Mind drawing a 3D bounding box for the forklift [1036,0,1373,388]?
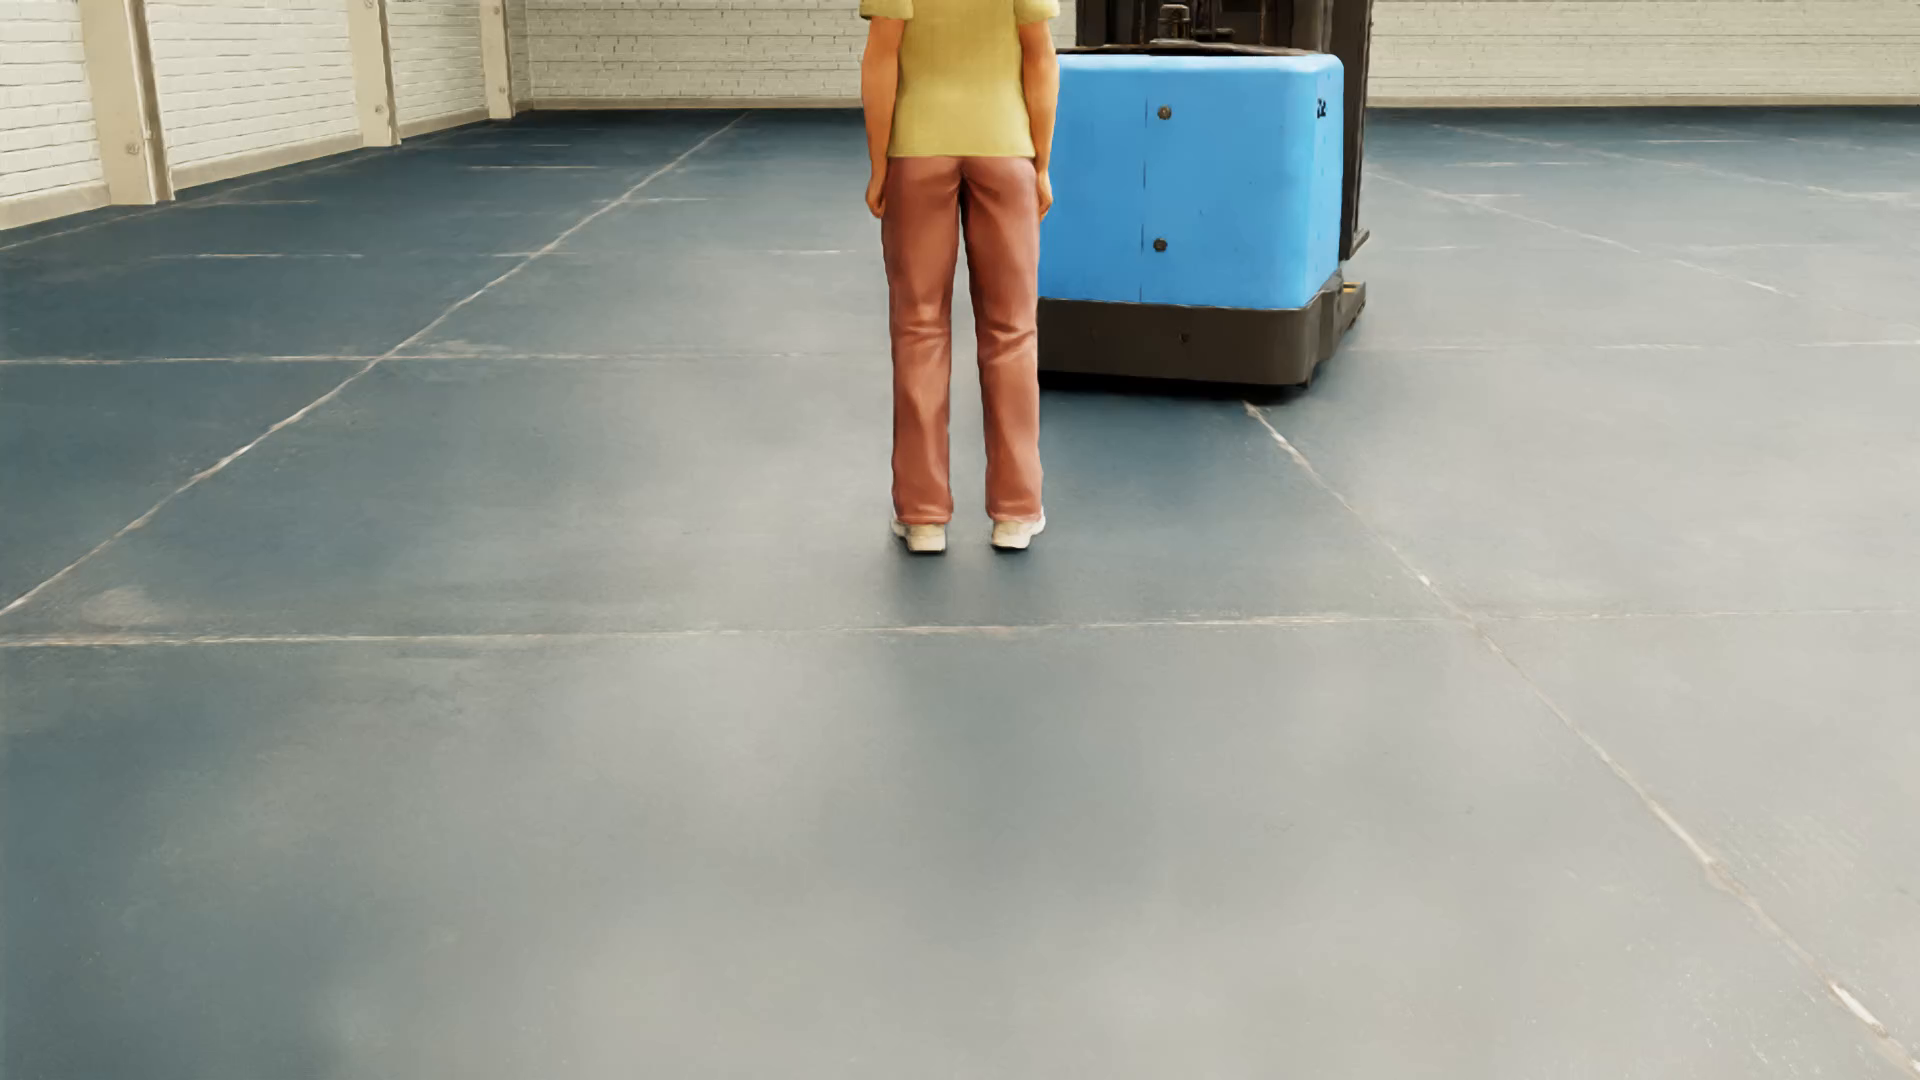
[{"bbox_3d":[1.052,-2.285,6.377,1.130,2.935,3.031,6,18,17],"label":"forklift"}]

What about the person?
[{"bbox_3d":[-0.003,-0.802,3.682,0.429,1.673,0.365,-1,17,-3],"label":"person"}]
